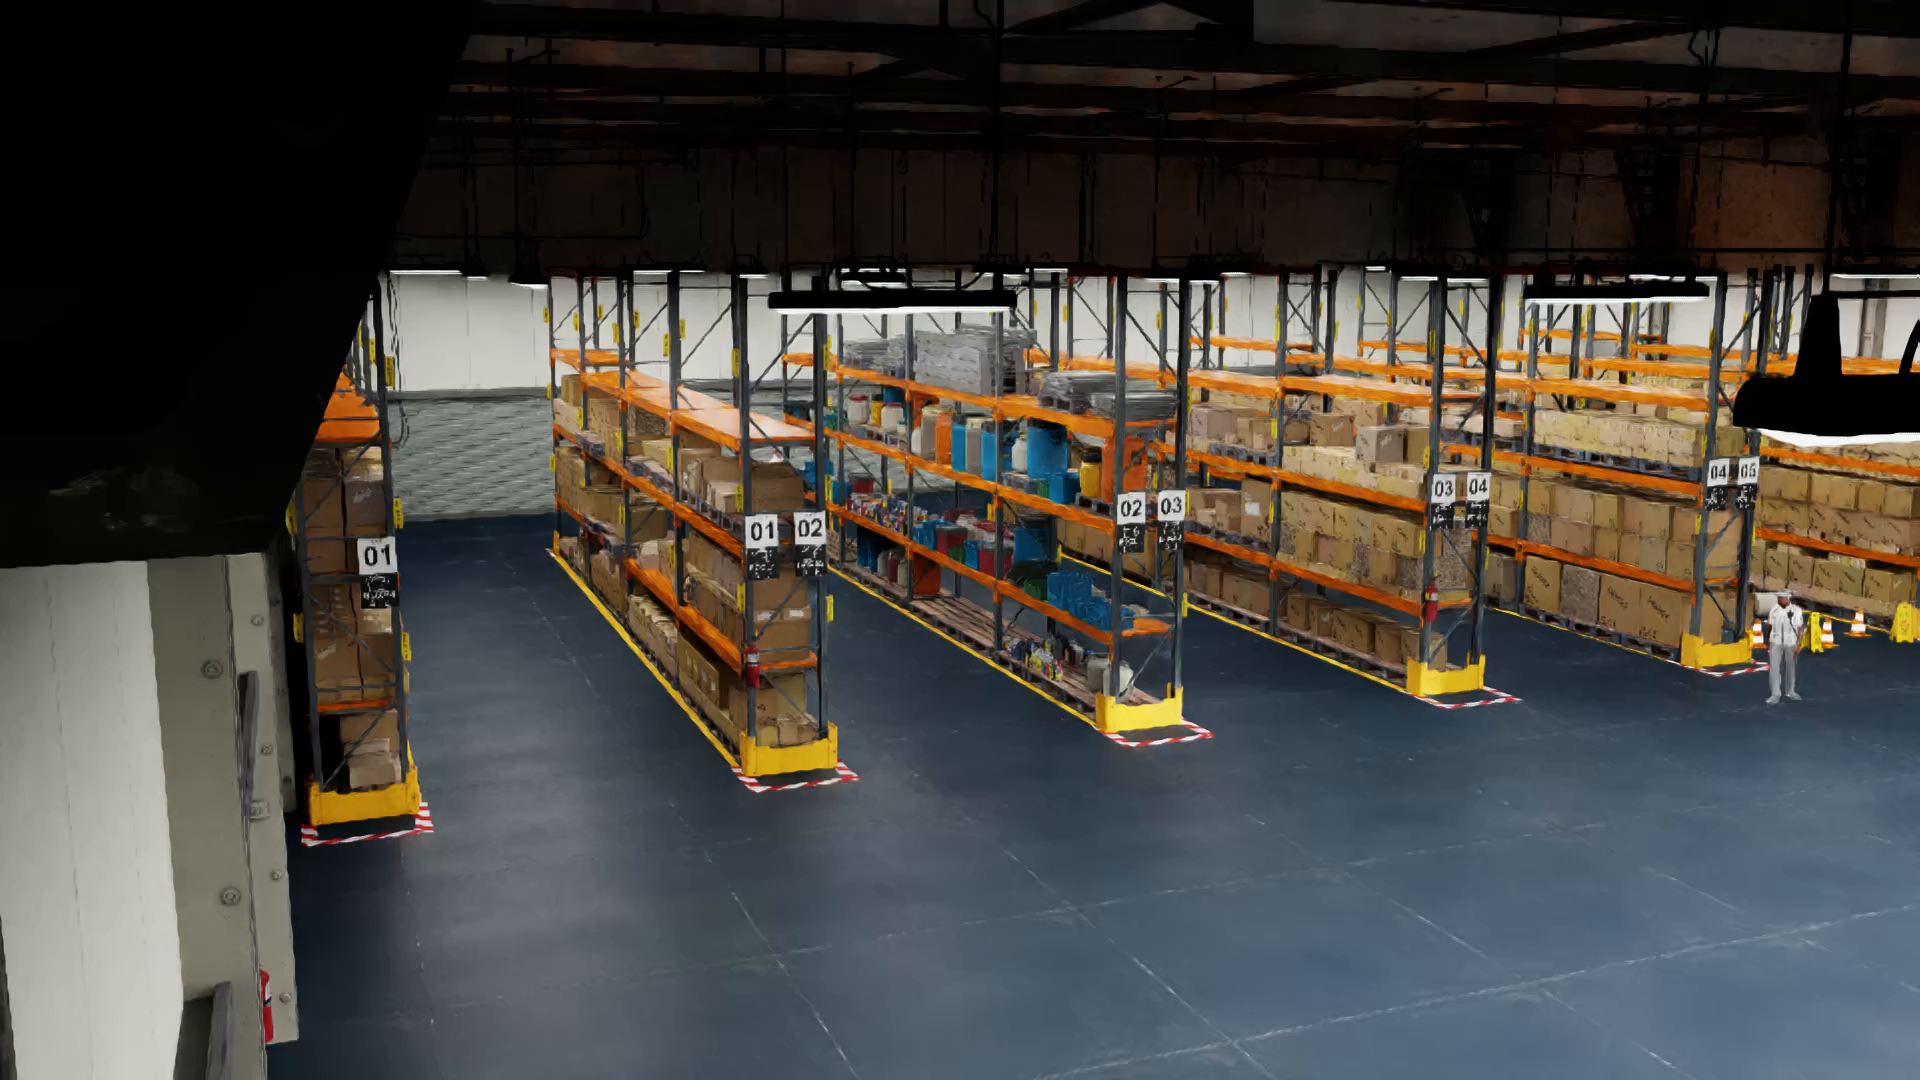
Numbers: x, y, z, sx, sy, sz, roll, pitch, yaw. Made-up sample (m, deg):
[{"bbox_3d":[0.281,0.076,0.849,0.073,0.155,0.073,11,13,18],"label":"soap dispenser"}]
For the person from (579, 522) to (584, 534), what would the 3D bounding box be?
[{"bbox_3d":[-8.209,-0.978,37.237,0.698,1.719,0.792,-8,13,-40],"label":"person"}]

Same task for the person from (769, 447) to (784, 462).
[{"bbox_3d":[-4.372,-1.313,39.071,0.508,1.773,0.760,4,11,22],"label":"person"}]

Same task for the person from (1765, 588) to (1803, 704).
[{"bbox_3d":[11.659,1.466,23.483,0.504,1.656,0.600,7,12,36],"label":"person"}]
